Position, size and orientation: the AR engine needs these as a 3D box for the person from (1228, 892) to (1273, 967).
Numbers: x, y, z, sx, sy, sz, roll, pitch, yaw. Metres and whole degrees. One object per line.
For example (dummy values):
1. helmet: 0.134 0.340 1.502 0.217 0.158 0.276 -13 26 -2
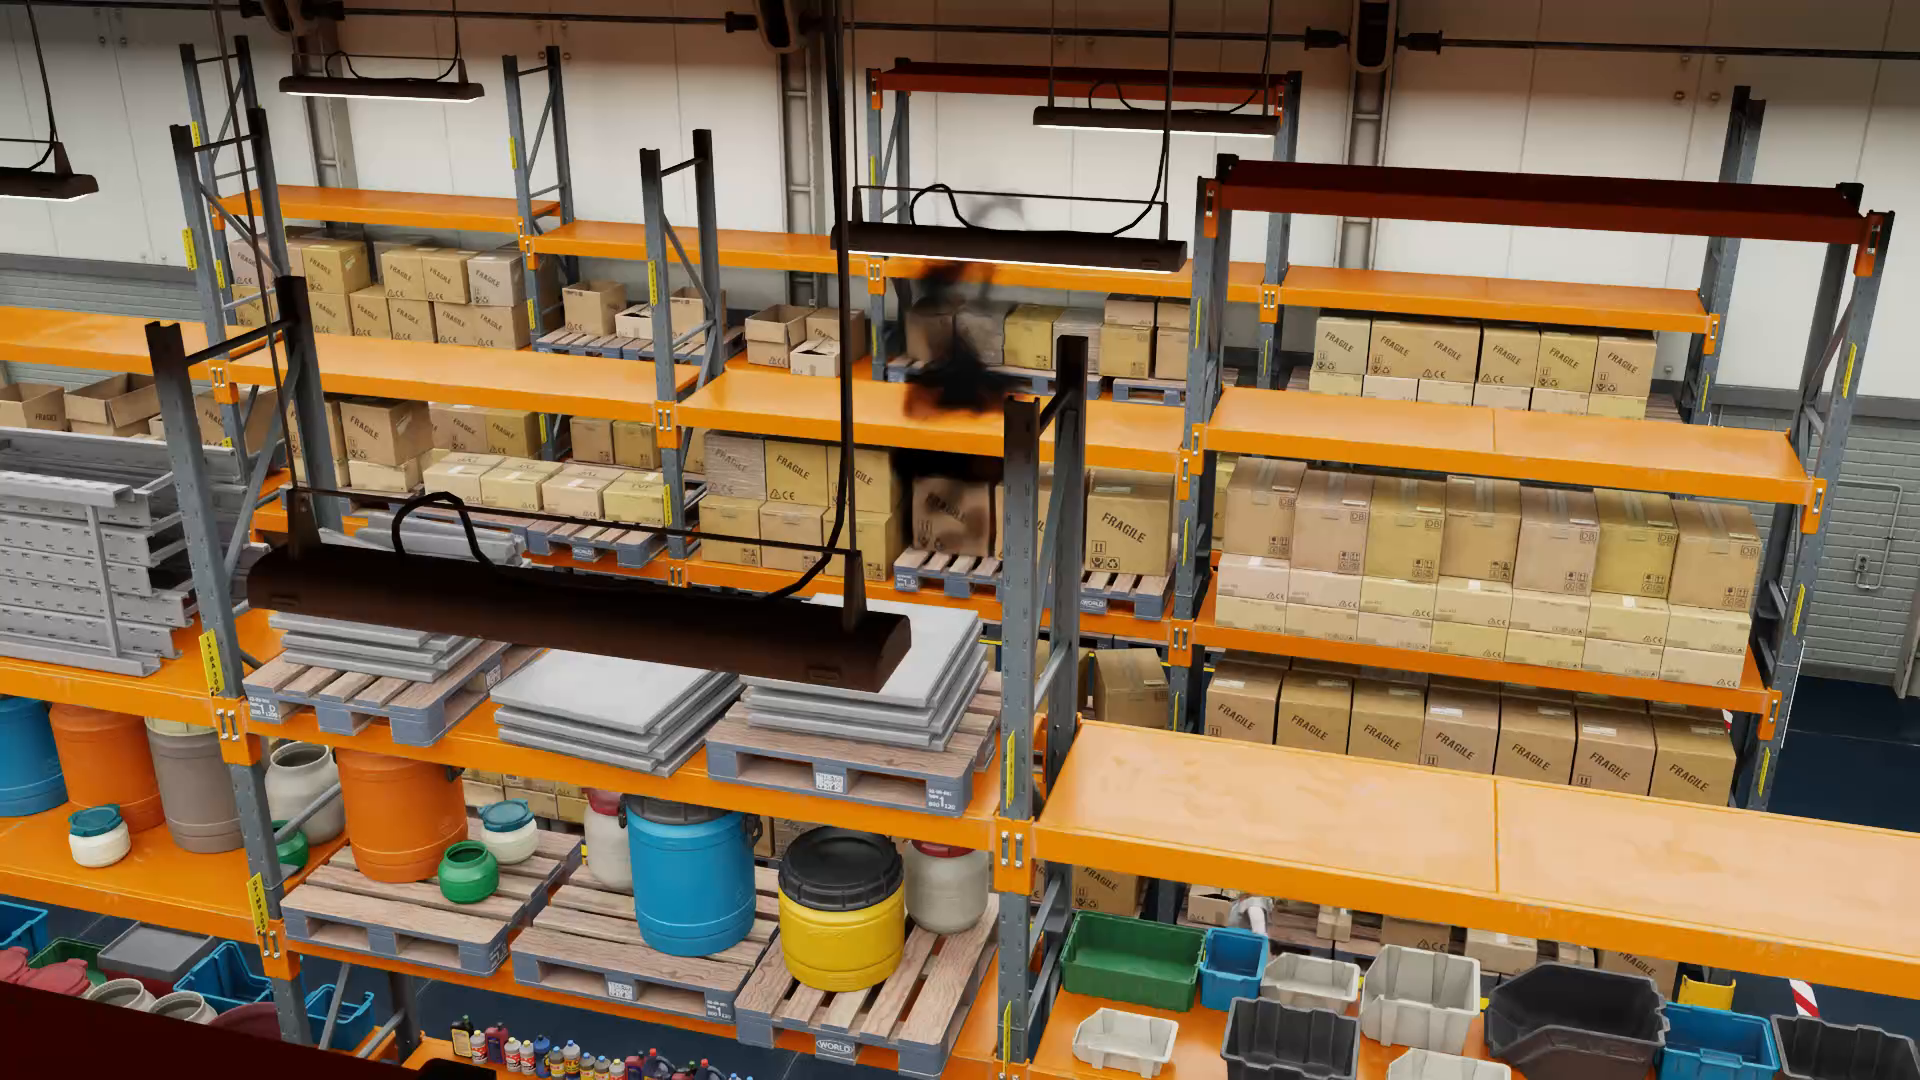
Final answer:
1. person: 1.984 2.833 11.238 0.601 1.555 0.559 4 23 10
